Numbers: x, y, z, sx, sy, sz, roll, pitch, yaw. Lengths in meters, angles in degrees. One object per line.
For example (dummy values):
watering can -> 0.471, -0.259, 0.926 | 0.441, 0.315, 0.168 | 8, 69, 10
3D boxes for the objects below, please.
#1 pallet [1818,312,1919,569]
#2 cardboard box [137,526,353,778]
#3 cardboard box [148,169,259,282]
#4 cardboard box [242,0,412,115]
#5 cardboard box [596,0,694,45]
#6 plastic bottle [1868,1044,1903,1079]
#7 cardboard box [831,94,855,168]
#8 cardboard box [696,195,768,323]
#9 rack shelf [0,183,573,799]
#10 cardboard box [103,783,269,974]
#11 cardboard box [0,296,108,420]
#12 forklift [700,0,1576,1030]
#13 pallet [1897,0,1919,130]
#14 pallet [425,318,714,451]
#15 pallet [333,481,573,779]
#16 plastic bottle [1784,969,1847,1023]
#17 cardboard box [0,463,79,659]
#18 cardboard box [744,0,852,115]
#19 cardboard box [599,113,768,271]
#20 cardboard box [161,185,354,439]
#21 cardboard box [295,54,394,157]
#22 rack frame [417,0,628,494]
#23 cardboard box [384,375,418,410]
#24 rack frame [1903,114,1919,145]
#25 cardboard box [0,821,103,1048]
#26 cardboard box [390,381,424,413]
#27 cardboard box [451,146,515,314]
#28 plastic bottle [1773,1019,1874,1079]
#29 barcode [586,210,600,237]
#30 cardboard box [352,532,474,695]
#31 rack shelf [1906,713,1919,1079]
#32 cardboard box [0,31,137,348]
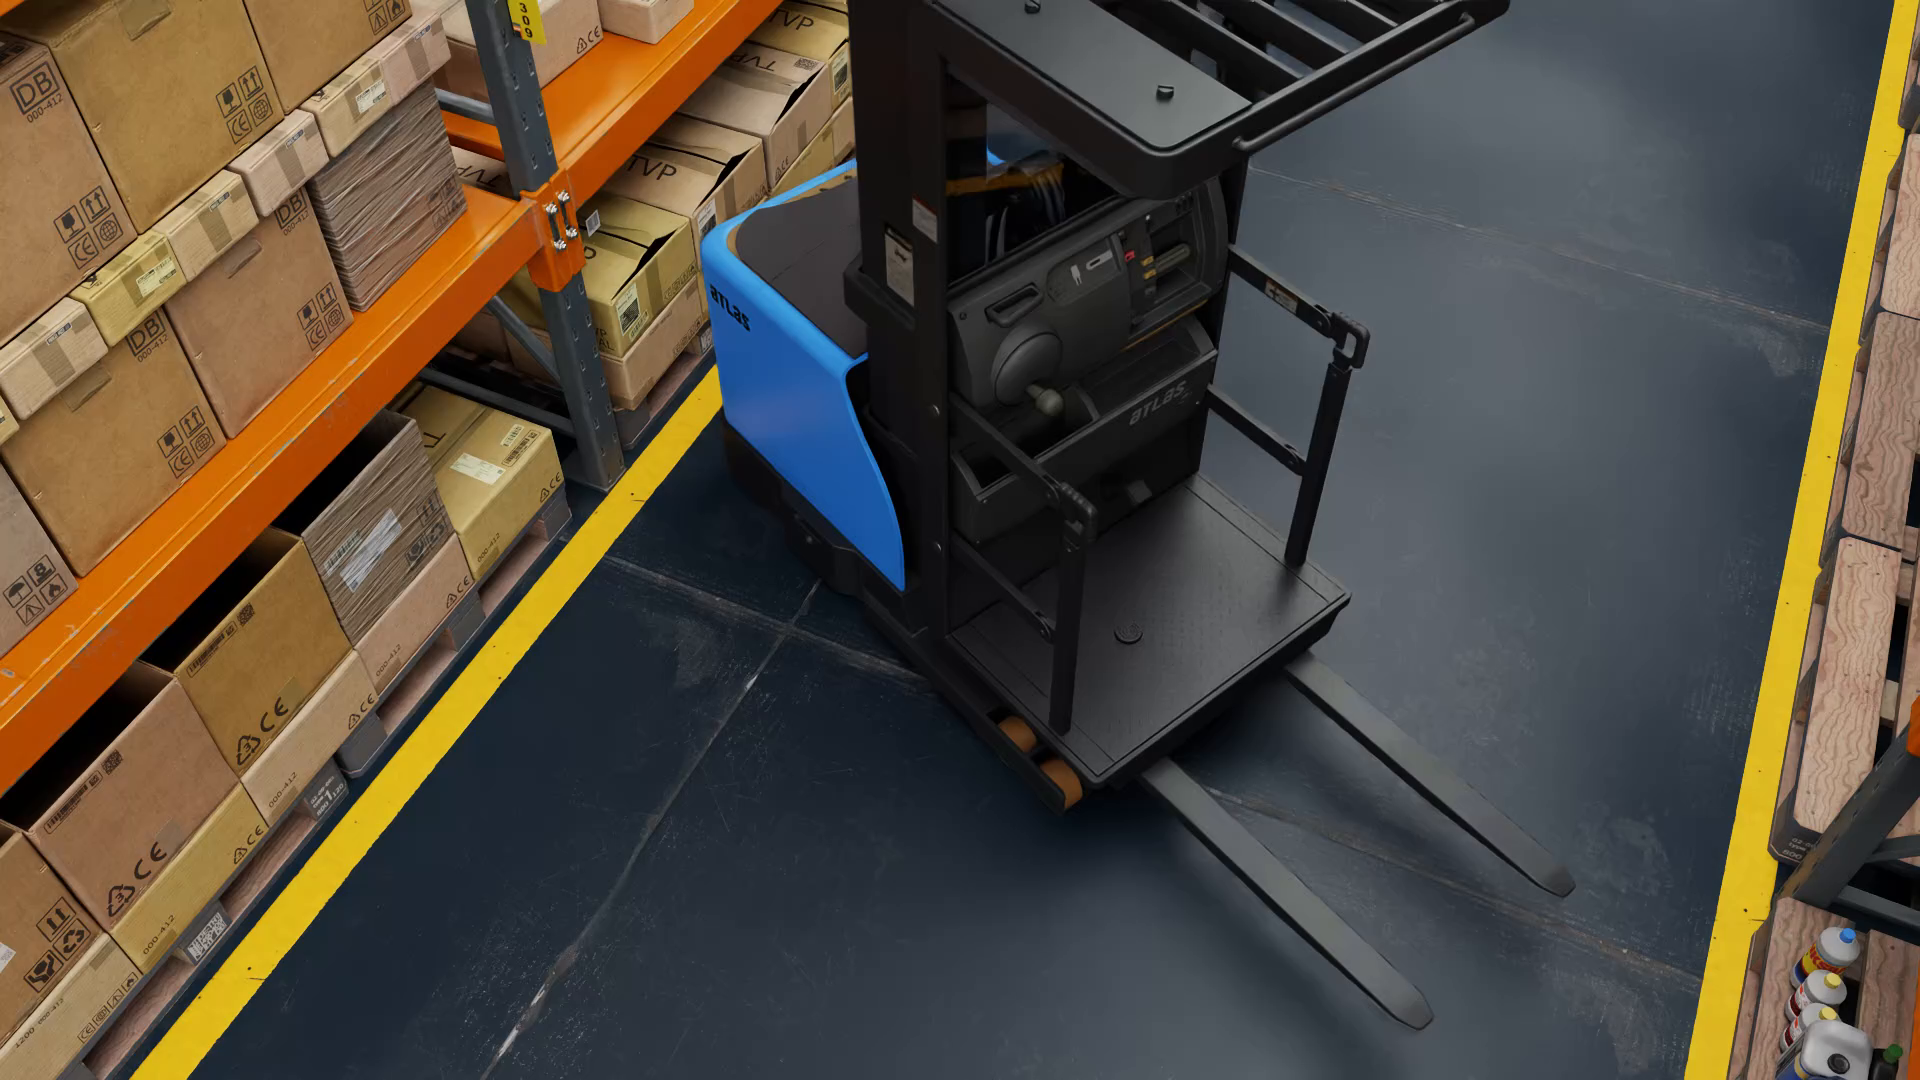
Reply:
pallet -> 3.626, -0.218, 5.797 | 1.003, 0.211, 1.213 | 20, 52, 16
cardboard box -> -2.106, 0.249, 4.606 | 0.500, 0.500, 0.500 | 20, 52, 16
cardboard box -> -1.922, -0.793, 3.964 | 0.380, 0.149, 0.250 | 20, 52, 16
cardboard box -> -1.855, -1.485, 4.126 | 0.700, 0.500, 0.500 | 20, 52, 16
cardboard box -> -1.108, -1.802, 5.478 | 0.380, 0.149, 0.250 | 20, 52, 16
plastic bottle -> 2.257, 1.355, 4.122 | 0.061, 0.283, 0.133 | 20, 52, 16
cardboard box -> -0.618, -1.841, 6.876 | 0.500, 0.250, 0.500 | 21, 53, 17
cardboard box -> -1.055, -1.133, 6.274 | 0.500, 0.250, 0.500 | 21, 53, 17
rack shelf -> -2.525, 0.271, 4.022 | 1.077, 0.370, 4.000 | 20, 52, 16
cardboard box -> -2.307, 0.841, 4.595 | 0.500, 0.250, 0.500 | 20, 52, 16
cardboard box -> -2.137, -0.451, 3.673 | 0.380, 0.149, 0.250 | 21, 53, 17
forklift -> 0.499, -0.568, 4.309 | 1.130, 2.935, 3.031 | -32, 57, -24
pallet -> 4.814, -2.132, 7.426 | 1.003, 0.211, 1.213 | 20, 52, 16
pallet -> -1.392, -0.956, 6.425 | 1.003, 0.211, 1.213 | 20, 52, 16
pallet -> -2.049, 0.098, 5.528 | 1.003, 0.211, 1.213 | 20, 52, 16
plastic bottle -> 2.230, 1.186, 4.320 | 0.097, 0.201, 0.097 | 0, 50, 0
cardboard box -> -2.510, -0.002, 3.716 | 0.700, 0.500, 0.500 | 21, 53, 17
cardboard box -> -0.614, -2.029, 6.668 | 0.500, 0.311, 0.500 | 21, 53, 17
cardboard box -> -1.051, -1.313, 6.059 | 0.500, 0.311, 0.500 | 19, 52, 16
cardboard box -> -2.074, -0.699, 4.310 | 0.700, 0.500, 0.500 | 19, 52, 16
cardboard box -> -1.701, -1.156, 4.272 | 0.380, 0.149, 0.250 | 19, 52, 15
rack frame -> -1.671, -1.339, 4.920 | 1.000, 3.000, 0.127 | 20, 52, 16
cardboard box -> -2.152, -0.610, 5.337 | 0.500, 0.500, 0.500 | 20, 52, 16
rack frame -> 4.515, -2.480, 5.890 | 1.000, 3.000, 0.127 | 20, 52, 16
cardboard box -> -2.536, 0.937, 4.021 | 0.500, 0.500, 0.500 | 20, 52, 16
cardboard box -> -2.143, -0.364, 5.620 | 0.500, 0.250, 0.500 | 20, 52, 16
cardboard box -> -1.757, -1.138, 5.911 | 0.500, 0.311, 0.500 | 20, 52, 16
plastic bottle -> 2.160, 1.323, 4.154 | 0.152, 0.276, 0.135 | 22, 53, 17
barcode -> -1.186, -1.023, 5.373 | 0.001, 0.075, 0.075 | 20, 52, 16
cardboard box -> -1.894, 0.147, 5.185 | 0.500, 0.250, 0.500 | 20, 52, 16
rack shelf -> 1.951, 1.885, 2.649 | 1.077, 0.370, 4.000 | 20, 52, 16
cardboard box -> -2.284, -0.792, 3.537 | 0.700, 0.500, 0.500 | 20, 52, 16
